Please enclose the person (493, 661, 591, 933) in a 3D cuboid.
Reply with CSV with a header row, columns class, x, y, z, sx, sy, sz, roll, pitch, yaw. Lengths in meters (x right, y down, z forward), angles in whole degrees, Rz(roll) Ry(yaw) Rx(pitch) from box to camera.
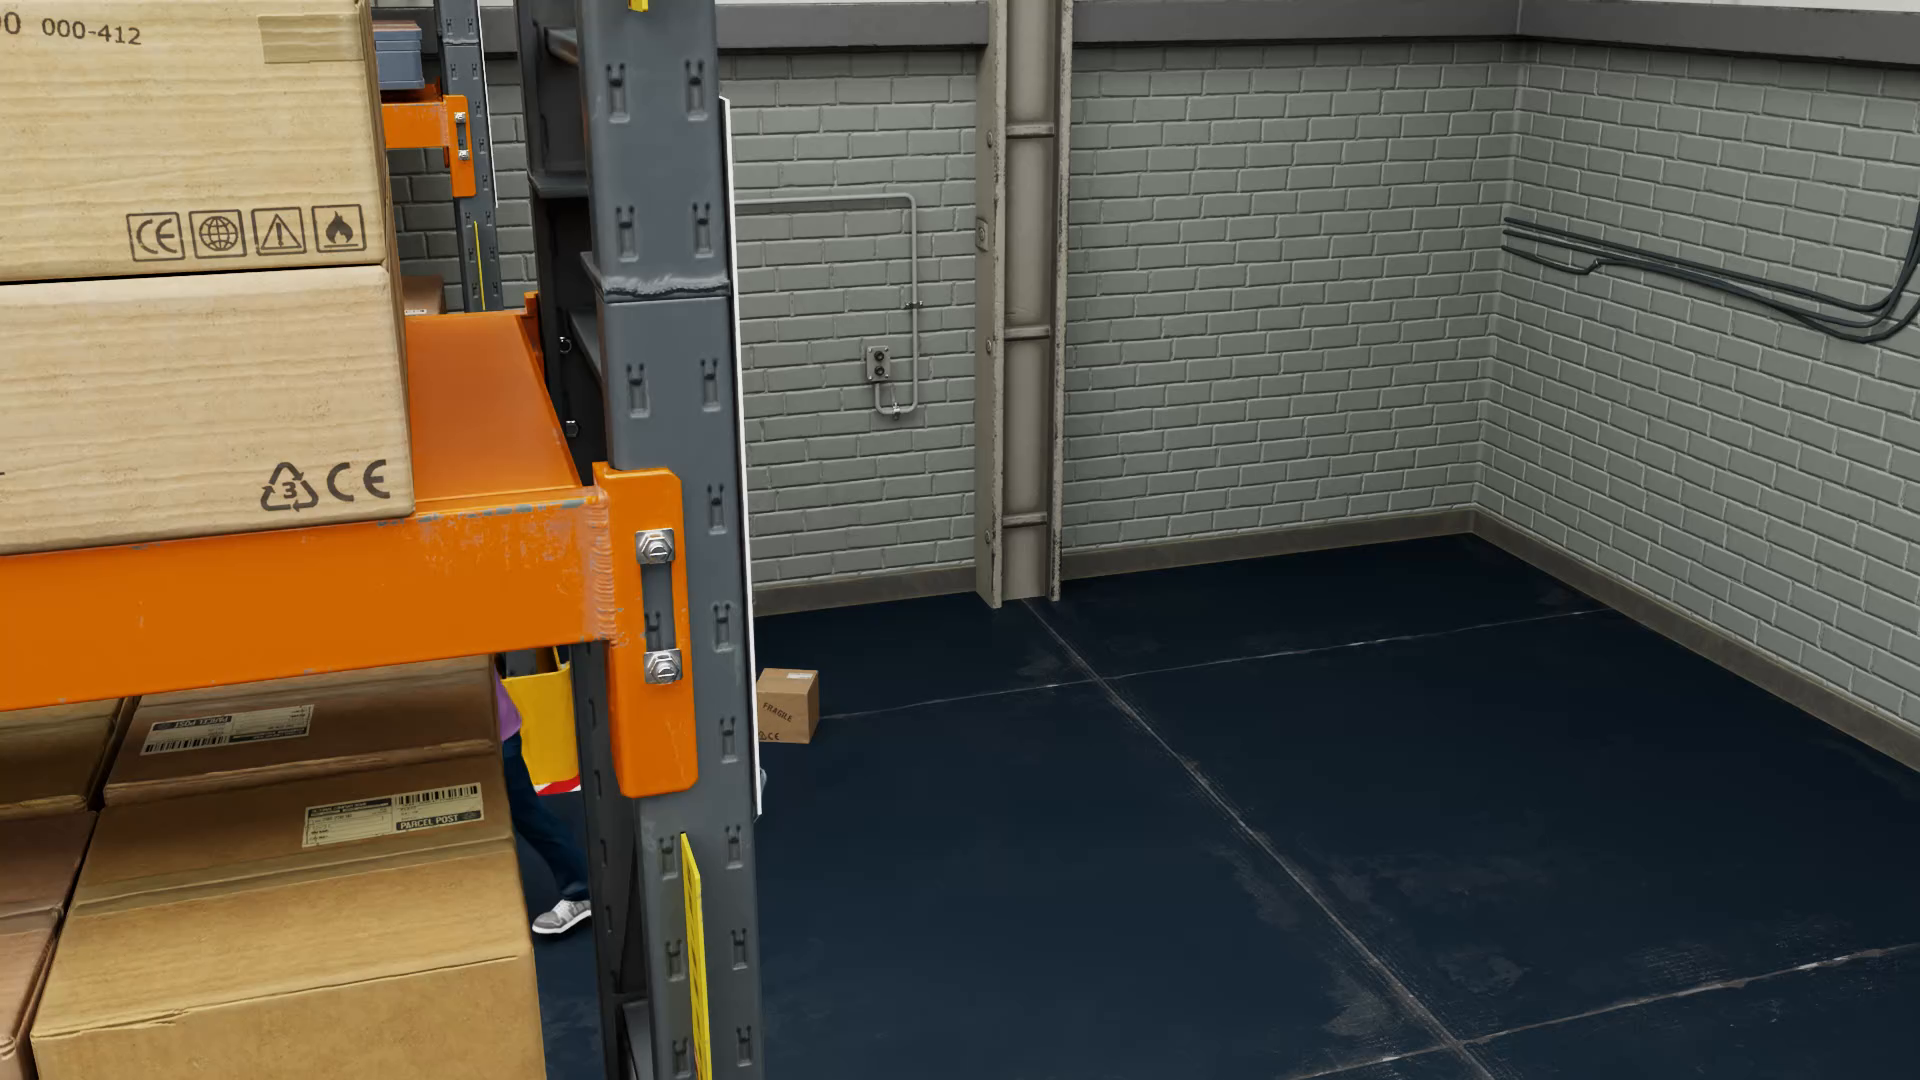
class,x,y,z,sx,sy,sz,roll,pitch,yaw
person,-1.726,0.667,5.695,0.894,1.558,0.491,-9,21,-23
